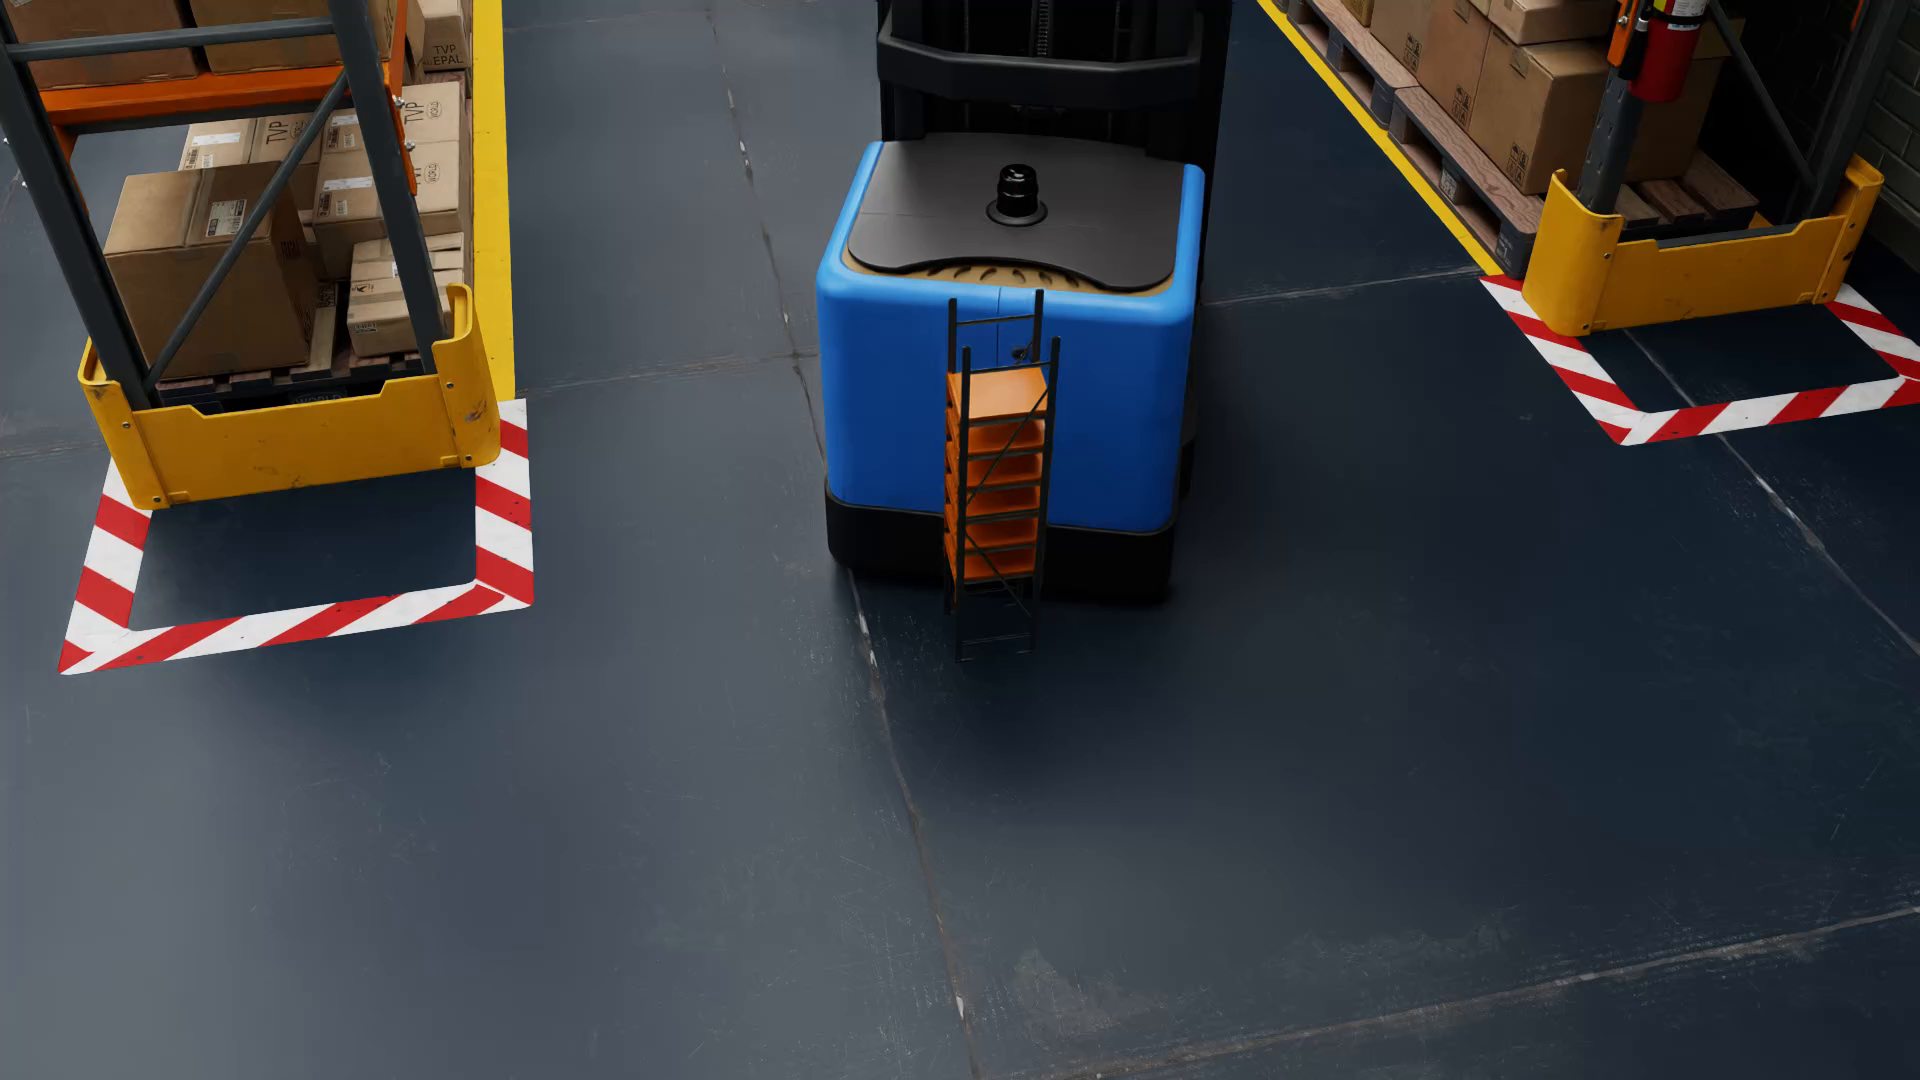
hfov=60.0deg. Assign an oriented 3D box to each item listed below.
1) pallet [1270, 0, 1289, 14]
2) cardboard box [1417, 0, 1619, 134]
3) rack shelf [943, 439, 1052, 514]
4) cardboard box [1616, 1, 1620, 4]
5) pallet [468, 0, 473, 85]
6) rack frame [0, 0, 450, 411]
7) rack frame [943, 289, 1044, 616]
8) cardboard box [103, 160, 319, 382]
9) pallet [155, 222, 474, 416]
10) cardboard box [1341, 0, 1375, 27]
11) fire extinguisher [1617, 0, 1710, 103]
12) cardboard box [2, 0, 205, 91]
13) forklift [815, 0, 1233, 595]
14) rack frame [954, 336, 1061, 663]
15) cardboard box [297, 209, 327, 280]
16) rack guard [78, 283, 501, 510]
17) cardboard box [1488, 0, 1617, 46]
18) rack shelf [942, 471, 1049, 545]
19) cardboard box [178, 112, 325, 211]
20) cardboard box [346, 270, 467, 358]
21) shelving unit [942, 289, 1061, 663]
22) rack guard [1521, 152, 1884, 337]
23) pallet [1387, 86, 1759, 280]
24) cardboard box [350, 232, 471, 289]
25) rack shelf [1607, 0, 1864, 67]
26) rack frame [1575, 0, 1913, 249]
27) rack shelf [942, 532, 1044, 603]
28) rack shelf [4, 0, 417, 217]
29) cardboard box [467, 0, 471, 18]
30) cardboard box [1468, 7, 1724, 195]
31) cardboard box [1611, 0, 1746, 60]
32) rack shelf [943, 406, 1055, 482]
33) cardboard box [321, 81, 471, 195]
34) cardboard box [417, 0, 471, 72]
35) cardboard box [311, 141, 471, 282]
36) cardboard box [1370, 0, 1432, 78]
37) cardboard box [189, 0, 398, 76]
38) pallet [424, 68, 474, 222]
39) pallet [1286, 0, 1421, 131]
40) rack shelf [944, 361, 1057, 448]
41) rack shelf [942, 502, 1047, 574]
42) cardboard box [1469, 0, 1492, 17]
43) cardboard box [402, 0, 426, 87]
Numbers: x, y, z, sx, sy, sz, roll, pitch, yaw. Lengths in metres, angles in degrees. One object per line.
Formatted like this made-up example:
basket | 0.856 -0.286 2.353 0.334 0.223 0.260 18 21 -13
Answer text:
pallet | 1.939 -3.113 8.598 1.003 0.211 1.213 -8 42 -9
cardboard box | 2.358 -2.053 6.870 0.700 0.500 0.500 -8 42 -9
rack shelf | 0.097 -0.184 4.430 0.258 0.103 0.180 -7 48 -8
cardboard box | 2.578 -2.247 6.600 0.380 0.149 0.250 -8 42 -9
pallet | -2.837 -2.459 7.862 1.003 0.211 1.213 -8 42 -9
rack frame | -2.121 -1.355 4.517 1.000 3.000 0.127 -8 42 -9
rack frame | 0.079 -0.199 4.546 0.240 1.200 0.006 -7 48 -8
cardboard box | -2.479 -0.902 5.558 0.500 0.500 0.500 -8 42 -9
pallet | -2.311 -0.878 6.080 1.003 0.211 1.213 -8 42 -9
cardboard box | 2.126 -2.723 7.625 0.700 0.500 0.500 -7 42 -8
fire extinguisher | 2.297 -1.735 5.284 0.296 0.674 0.183 -8 42 -9
cardboard box | -2.484 -1.643 4.767 0.500 0.500 0.500 -7 42 -8
forklift | 0.325 -1.913 5.197 1.130 2.935 3.031 6 42 6
rack frame | 0.113 -0.067 4.424 0.240 1.200 0.006 -7 48 -8
cardboard box | -2.479 -1.052 5.979 0.380 0.166 0.250 -8 42 -9
rack guard | -2.138 -0.469 5.402 1.175 0.500 0.348 -8 42 -9
cardboard box | 2.260 -2.028 6.353 0.380 0.149 0.250 -9 42 -10
rack shelf | 0.095 -0.102 4.518 0.258 0.103 0.180 -7 48 -8
cardboard box | -2.655 -1.428 6.339 0.500 0.250 0.500 -8 42 -9
cardboard box | -1.876 -0.774 5.678 0.380 0.149 0.250 -8 42 -9
shelving unit | 0.096 -0.133 4.485 0.258 1.200 0.189 -7 48 -8
rack guard | 2.720 -1.117 6.131 1.175 0.500 0.348 -8 42 -9
pallet | 2.466 -1.531 6.816 1.003 0.211 1.213 -8 42 -9
cardboard box | -1.930 -0.942 5.855 0.380 0.166 0.250 -8 42 -9
rack shelf | 2.283 -3.094 7.018 1.077 0.370 4.000 -8 42 -9
rack frame | 2.715 -2.067 5.319 1.000 3.000 0.127 -8 42 -9
rack shelf | 0.091 0.061 4.694 0.258 0.103 0.180 -7 48 -8
rack shelf | -2.553 -2.382 6.216 1.077 0.370 4.000 -8 42 -9
cardboard box | -2.445 -2.483 7.604 0.380 0.149 0.250 -8 42 -9
cardboard box | 2.466 -1.729 6.504 0.700 0.500 0.500 -8 42 -9
cardboard box | 2.688 -1.919 6.230 0.380 0.149 0.250 -8 42 -9
rack shelf | 0.100 -0.266 4.342 0.258 0.103 0.180 -7 48 -8
cardboard box | -2.178 -1.532 6.456 0.500 0.250 0.500 -8 42 -9
cardboard box | -2.423 -2.292 7.266 0.500 0.311 0.500 -8 42 -9
cardboard box | -2.070 -1.208 6.091 0.500 0.250 0.500 -8 42 -9
cardboard box | 2.249 -2.379 7.237 0.700 0.500 0.500 -10 42 -11
cardboard box | -1.960 -1.718 4.850 0.500 0.500 0.500 -8 42 -8
pallet | -2.571 -1.667 6.969 1.003 0.211 1.213 -8 42 -9
pallet | 2.206 -2.320 7.705 1.003 0.211 1.213 -8 42 -9
rack shelf | 0.102 -0.347 4.254 0.258 0.103 0.180 -7 48 -8
rack shelf | 0.093 -0.021 4.606 0.258 0.103 0.180 -7 48 -8
cardboard box | 2.204 -2.194 6.540 0.380 0.149 0.250 -7 42 -8
cardboard box | -2.574 -1.961 6.749 0.797 0.503 0.637 -8 42 -9
